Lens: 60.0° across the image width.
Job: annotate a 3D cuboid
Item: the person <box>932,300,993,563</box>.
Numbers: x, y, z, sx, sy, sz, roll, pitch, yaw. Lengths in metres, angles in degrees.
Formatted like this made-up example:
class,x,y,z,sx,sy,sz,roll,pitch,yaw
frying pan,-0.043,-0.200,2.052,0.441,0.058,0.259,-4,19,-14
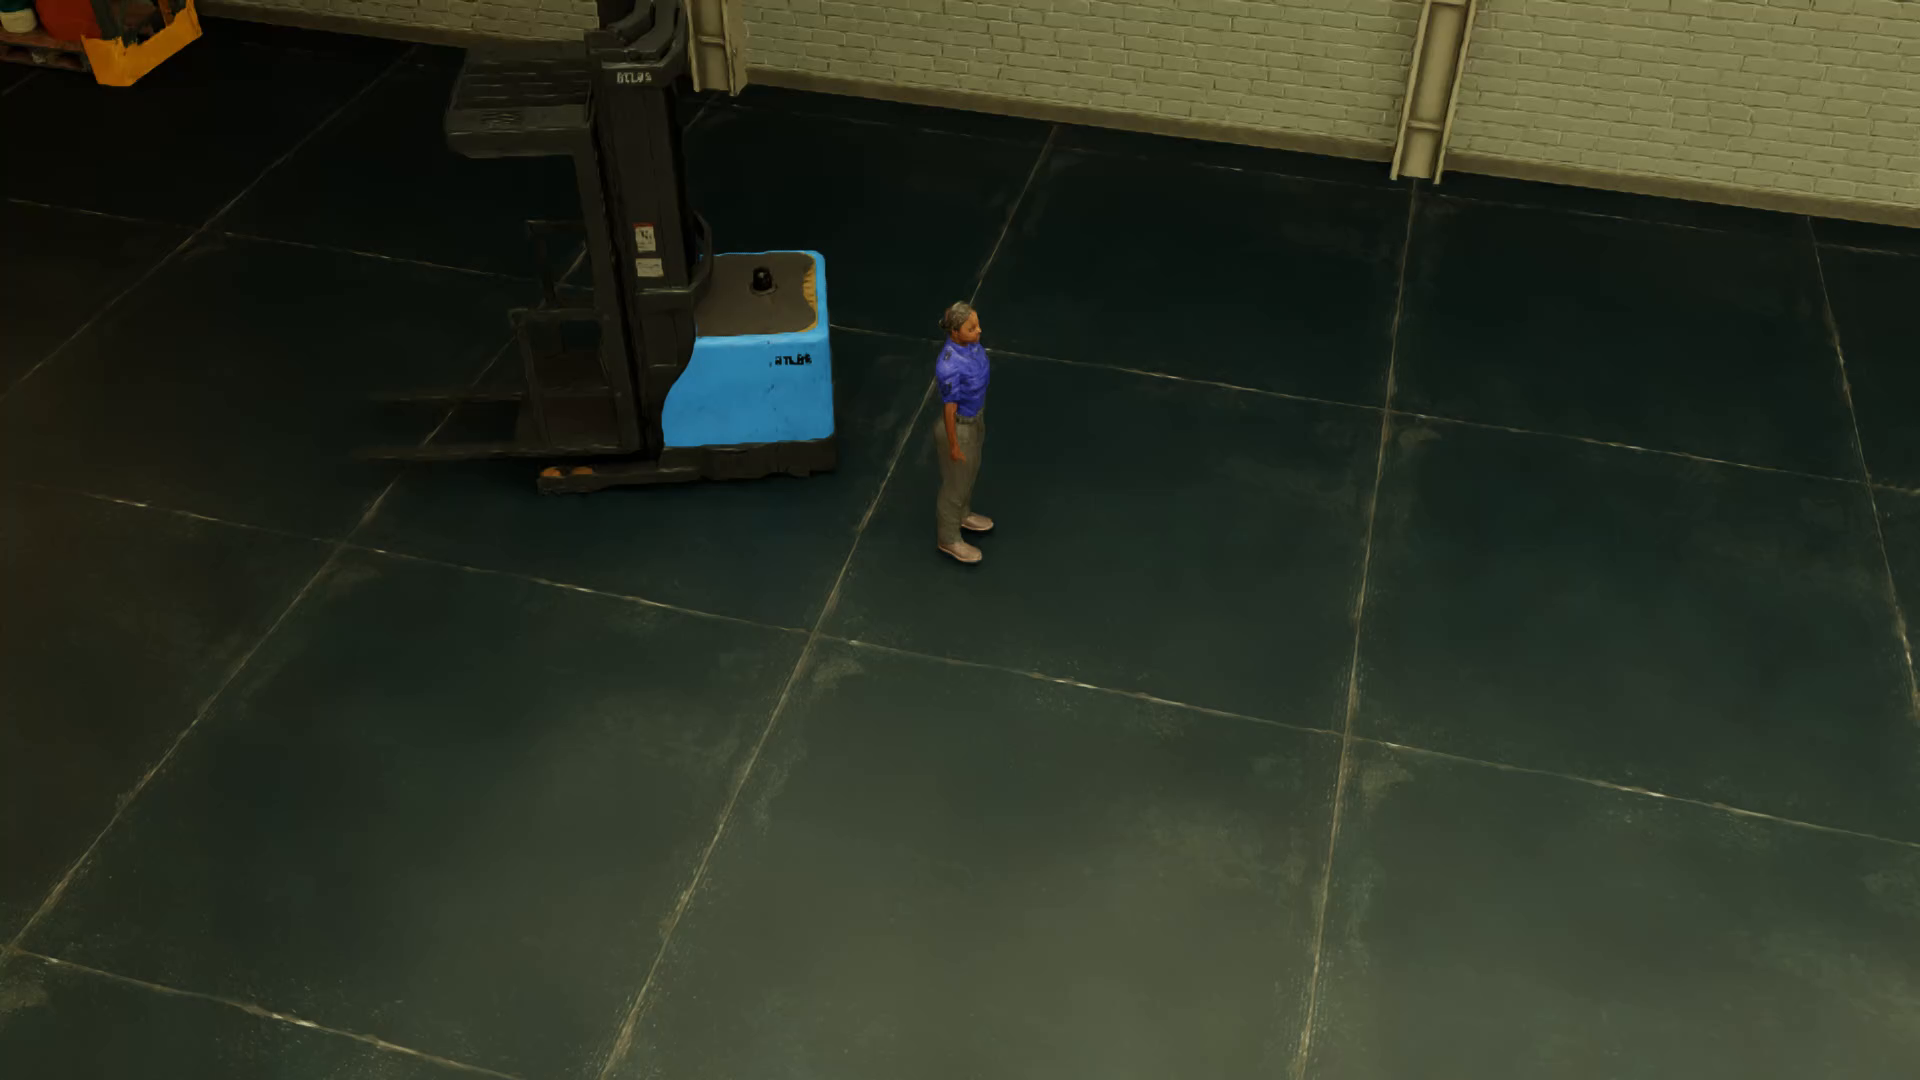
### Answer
class,x,y,z,sx,sy,sz,roll,pitch,yaw
person,0.022,-0.644,9.503,0.320,1.662,0.446,10,42,11

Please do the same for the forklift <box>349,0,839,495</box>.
class,x,y,z,sx,sy,sz,roll,pitch,yaw
forklift,-2.317,-1.749,9.857,3.031,2.935,1.130,-3,41,-4
